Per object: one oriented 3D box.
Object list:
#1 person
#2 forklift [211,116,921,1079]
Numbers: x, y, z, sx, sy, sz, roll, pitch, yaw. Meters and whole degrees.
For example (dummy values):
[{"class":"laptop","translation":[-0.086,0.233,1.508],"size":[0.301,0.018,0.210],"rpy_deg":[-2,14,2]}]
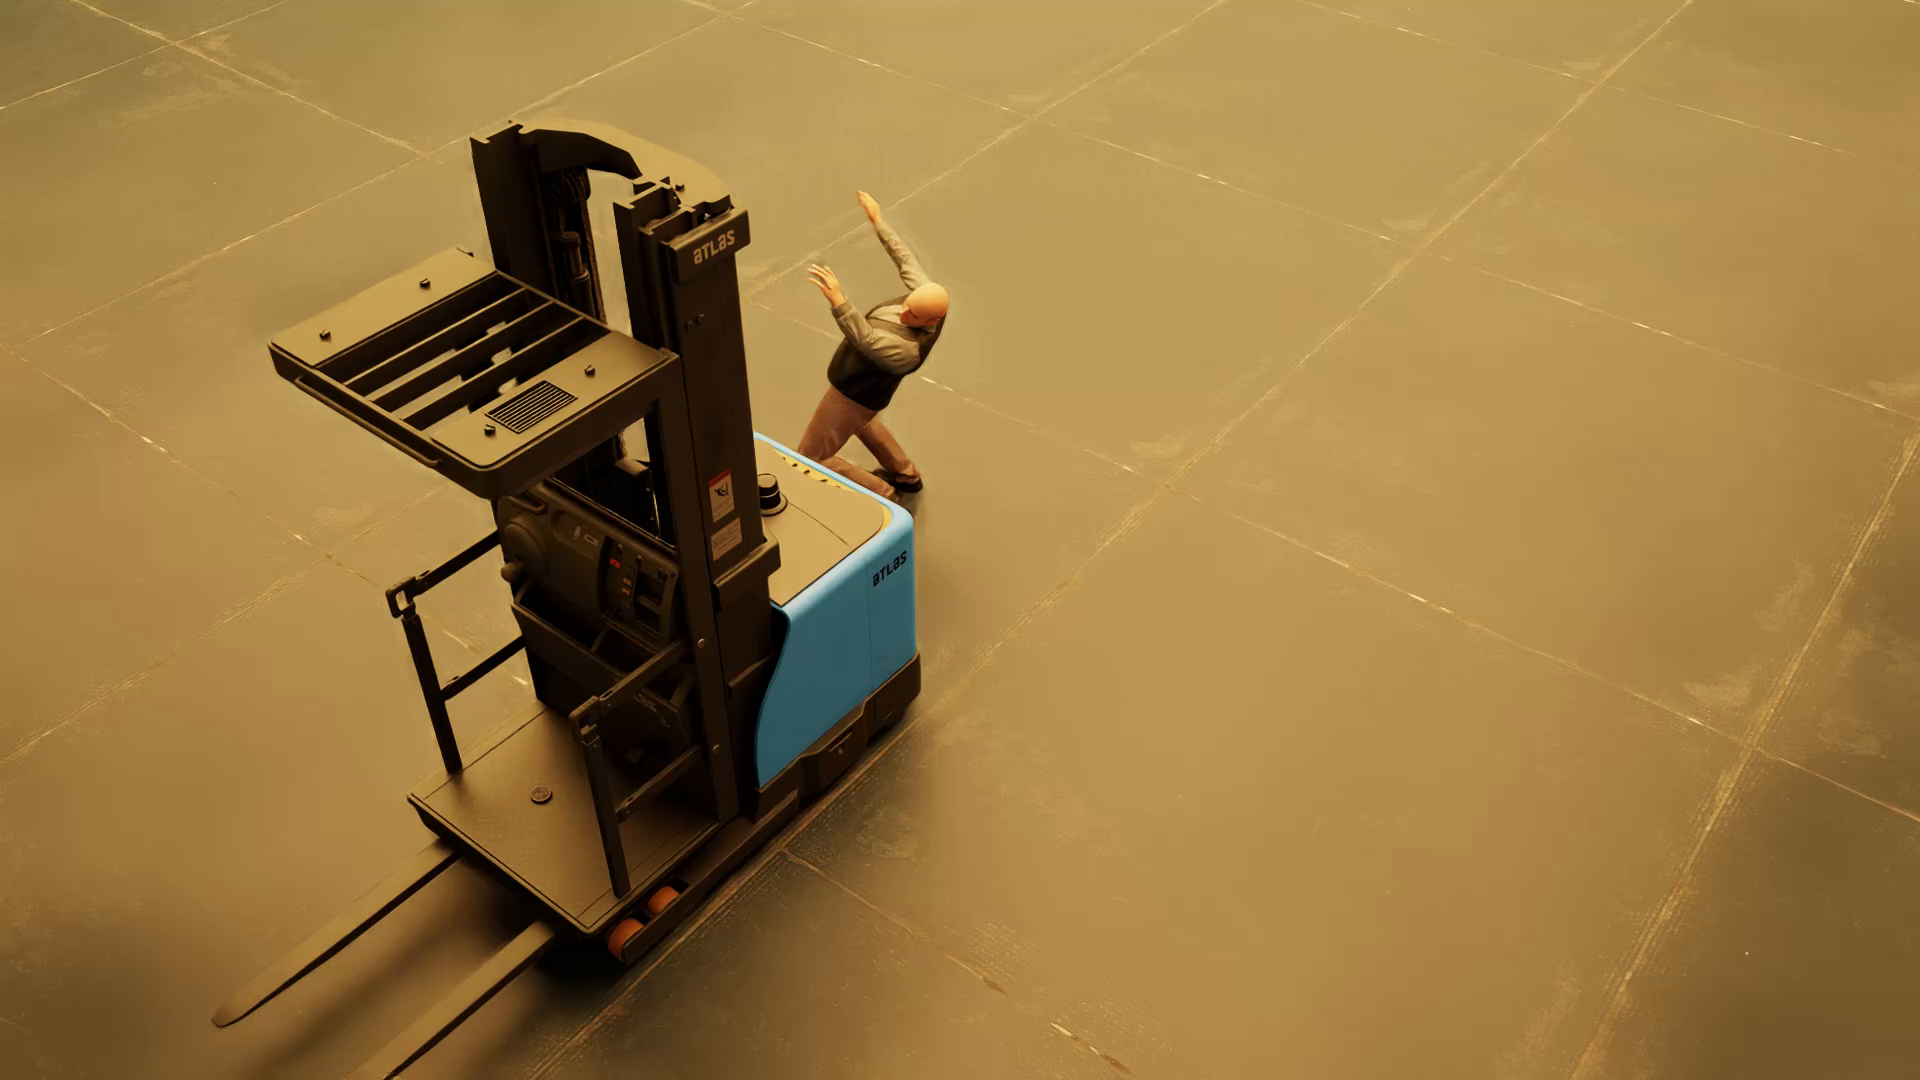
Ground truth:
[{"class":"person","translation":[-0.361,-0.816,8.047],"size":[0.715,1.612,0.967],"rpy_deg":[10,42,12]},{"class":"forklift","translation":[-1.486,0.143,5.906],"size":[1.130,2.935,3.031],"rpy_deg":[27,47,28]}]
